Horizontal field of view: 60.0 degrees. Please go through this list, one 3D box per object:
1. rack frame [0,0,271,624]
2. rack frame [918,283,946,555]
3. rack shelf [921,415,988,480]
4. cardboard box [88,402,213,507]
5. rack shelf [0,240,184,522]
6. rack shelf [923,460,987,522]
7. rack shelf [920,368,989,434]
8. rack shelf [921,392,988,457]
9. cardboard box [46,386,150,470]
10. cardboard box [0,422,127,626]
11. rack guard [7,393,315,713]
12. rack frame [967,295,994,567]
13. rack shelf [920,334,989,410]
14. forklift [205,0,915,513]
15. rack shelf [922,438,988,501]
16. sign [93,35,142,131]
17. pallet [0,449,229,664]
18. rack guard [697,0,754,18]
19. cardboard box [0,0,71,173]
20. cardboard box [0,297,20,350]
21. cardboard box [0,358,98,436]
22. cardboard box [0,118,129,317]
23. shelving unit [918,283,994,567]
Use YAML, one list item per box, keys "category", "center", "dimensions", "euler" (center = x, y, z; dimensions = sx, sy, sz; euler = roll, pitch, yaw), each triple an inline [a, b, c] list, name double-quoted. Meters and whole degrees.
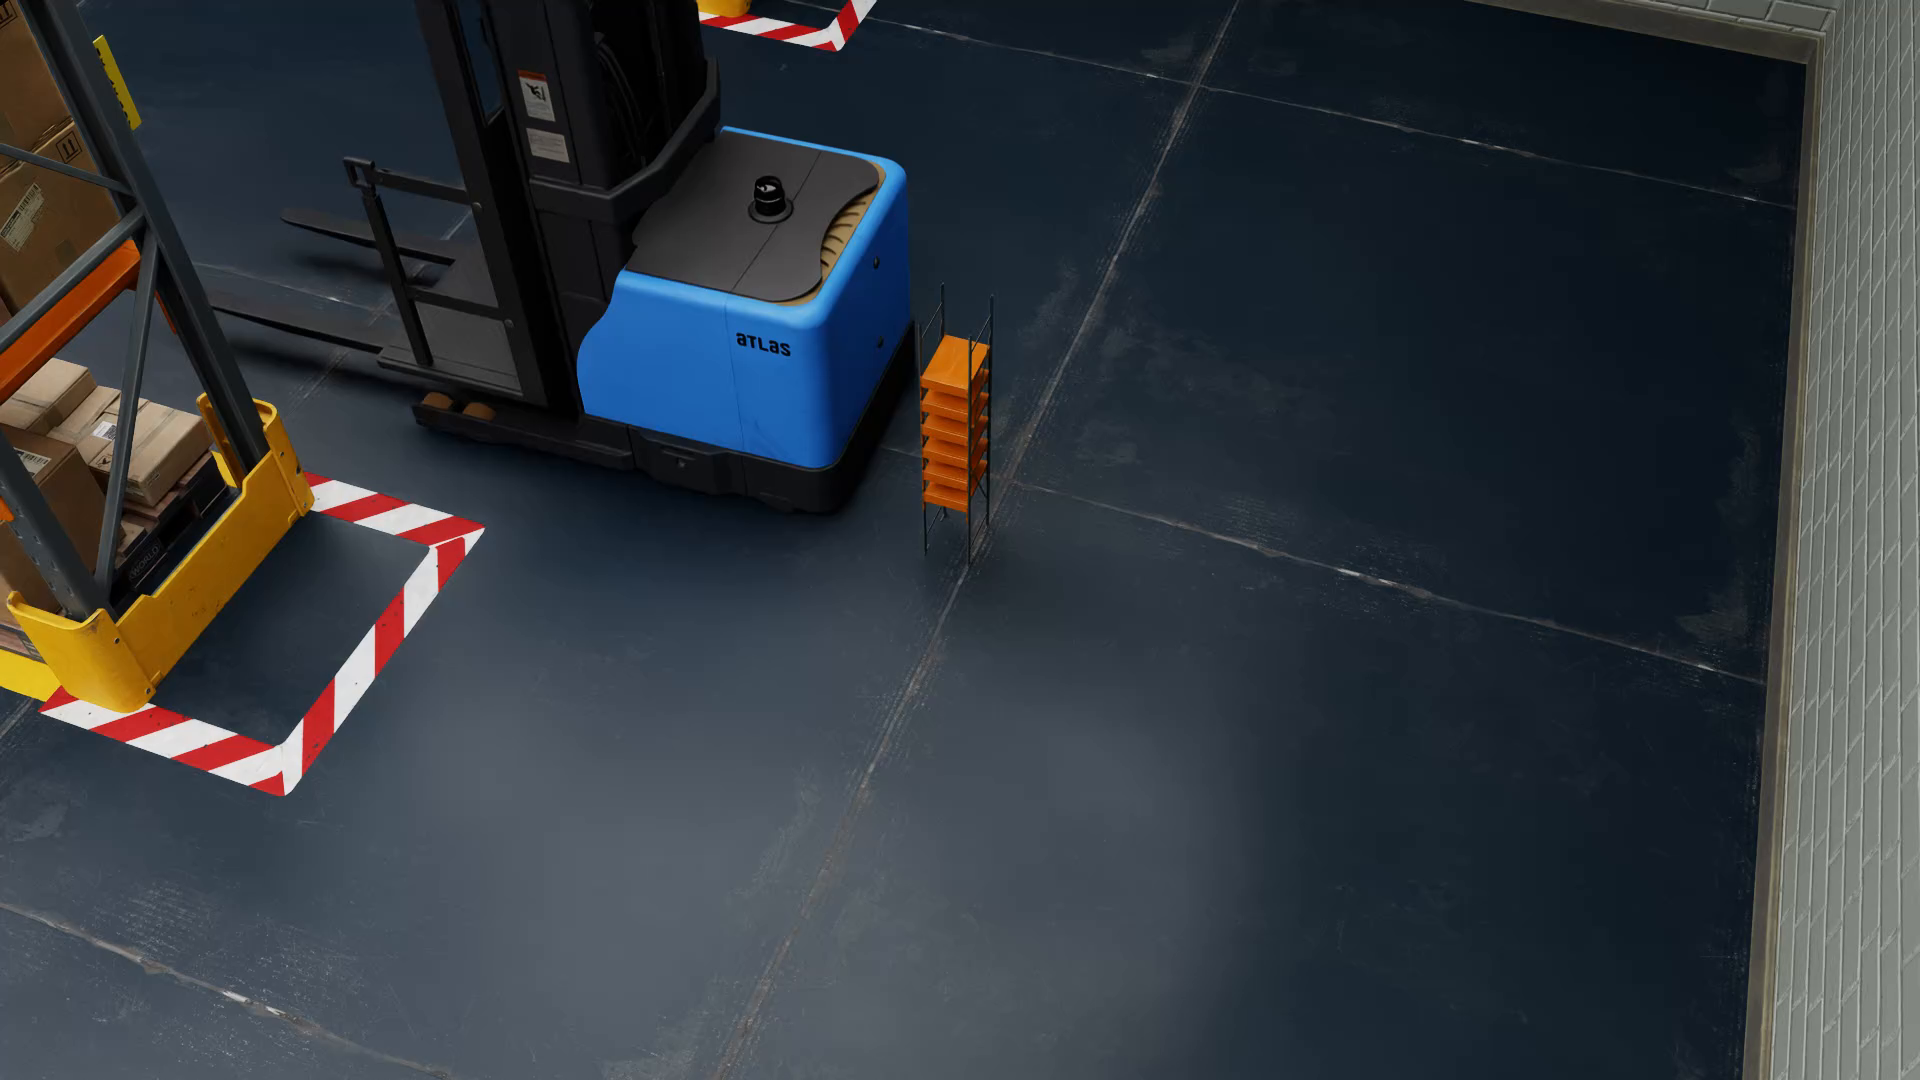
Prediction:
- category: "rack frame"
  center: [-2.894, -0.775, 5.303]
  dimensions: [0.127, 3.000, 1.000]
  euler: [16, 51, 13]
- category: "rack frame"
  center: [-0.099, -0.421, 6.187]
  dimensions: [0.006, 1.200, 0.240]
  euler: [16, 51, 13]
- category: "rack shelf"
  center: [-0.014, -0.368, 6.200]
  dimensions: [0.180, 0.103, 0.258]
  euler: [16, 51, 13]
- category: "cardboard box"
  center: [-3.168, -0.338, 6.520]
  dimensions: [0.250, 0.149, 0.380]
  euler: [16, 51, 13]
- category: "rack shelf"
  center: [-4.770, -1.063, 6.029]
  dimensions: [4.000, 0.370, 1.077]
  euler: [16, 51, 13]
- category: "rack shelf"
  center: [-0.014, -0.210, 6.381]
  dimensions: [0.180, 0.103, 0.258]
  euler: [16, 51, 13]
- category: "rack shelf"
  center: [-0.014, -0.525, 6.019]
  dimensions: [0.180, 0.103, 0.258]
  euler: [16, 51, 13]
- category: "rack shelf"
  center: [-0.014, -0.446, 6.109]
  dimensions: [0.180, 0.103, 0.258]
  euler: [16, 51, 13]
- category: "cardboard box"
  center: [-3.402, -0.410, 6.570]
  dimensions: [0.250, 0.166, 0.380]
  euler: [16, 51, 13]
- category: "cardboard box"
  center: [-3.490, -0.068, 6.054]
  dimensions: [0.500, 0.500, 0.500]
  euler: [16, 51, 13]
- category: "rack guard"
  center: [-2.966, 0.024, 6.265]
  dimensions: [0.348, 0.500, 1.175]
  euler: [16, 51, 13]
- category: "rack frame"
  center: [0.072, -0.373, 6.146]
  dimensions: [0.006, 1.200, 0.240]
  euler: [16, 51, 13]
- category: "rack shelf"
  center: [-0.014, -0.603, 5.928]
  dimensions: [0.180, 0.103, 0.258]
  euler: [16, 51, 13]
- category: "forklift"
  center: [-1.768, -1.736, 6.182]
  dimensions: [3.031, 2.935, 1.130]
  euler: [14, 51, 12]
- category: "rack shelf"
  center: [-0.014, -0.289, 6.291]
  dimensions: [0.180, 0.103, 0.258]
  euler: [16, 51, 13]
- category: "sign"
  center: [-2.706, -1.443, 5.309]
  dimensions: [0.005, 0.325, 0.100]
  euler: [16, 51, 13]
- category: "pallet"
  center: [-3.714, -0.089, 6.555]
  dimensions: [1.213, 0.211, 1.003]
  euler: [16, 51, 13]
- category: "rack guard"
  center: [-1.159, -3.462, 9.286]
  dimensions: [0.348, 0.500, 1.175]
  euler: [16, 51, 13]
- category: "cardboard box"
  center: [-3.219, -1.438, 5.150]
  dimensions: [0.500, 0.500, 0.500]
  euler: [17, 51, 14]
- category: "cardboard box"
  center: [-3.409, -0.732, 5.200]
  dimensions: [0.500, 0.500, 0.500]
  euler: [17, 51, 14]
- category: "cardboard box"
  center: [-3.775, -0.493, 6.587]
  dimensions: [0.500, 0.250, 0.500]
  euler: [16, 51, 13]
- category: "cardboard box"
  center: [-3.219, -1.111, 5.528]
  dimensions: [0.500, 0.500, 0.500]
  euler: [17, 51, 14]
- category: "shelving unit"
  center: [-0.014, -0.397, 6.166]
  dimensions: [0.189, 1.200, 0.258]
  euler: [16, 51, 13]
